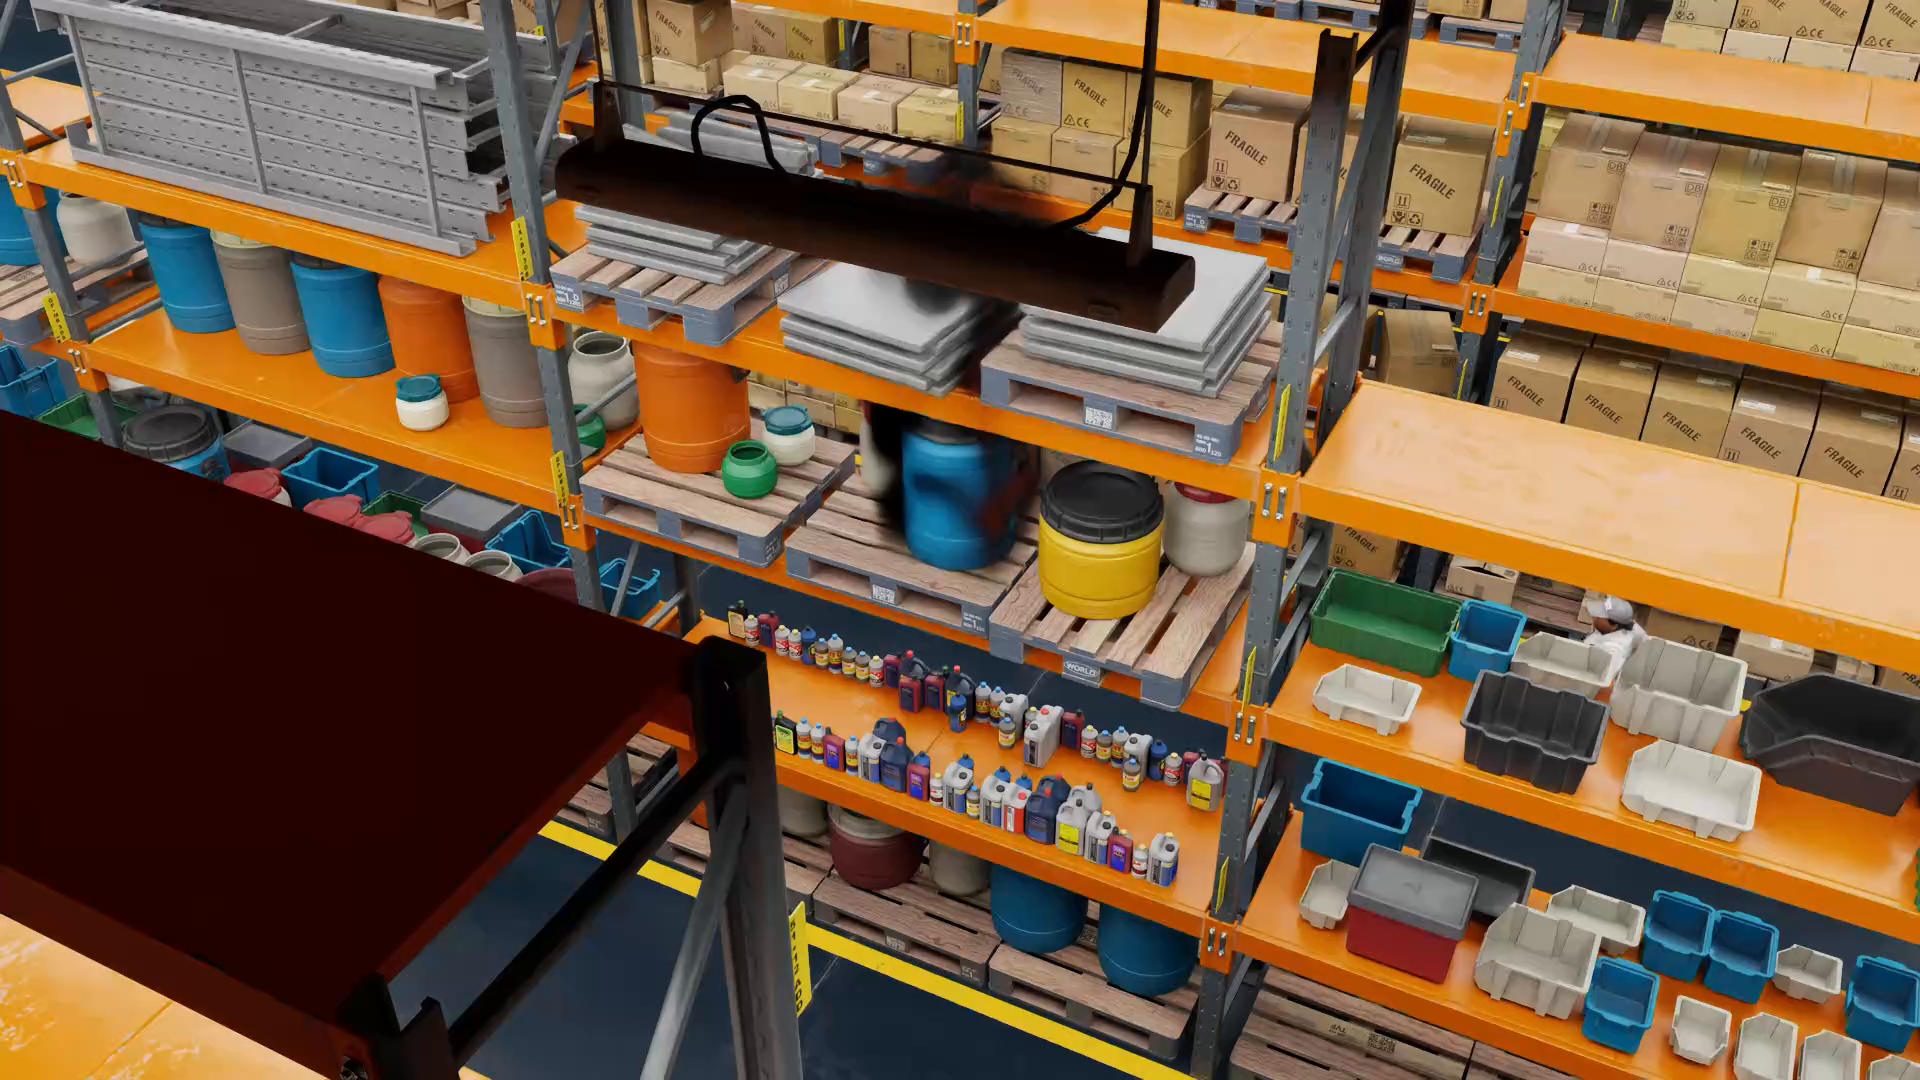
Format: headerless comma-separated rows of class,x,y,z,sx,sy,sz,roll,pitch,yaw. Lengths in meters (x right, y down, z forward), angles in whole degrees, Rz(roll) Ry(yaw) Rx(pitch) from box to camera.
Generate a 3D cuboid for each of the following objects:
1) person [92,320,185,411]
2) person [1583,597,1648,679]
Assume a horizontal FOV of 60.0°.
person,-7.069,-1.377,14.362,0.769,1.771,0.473,-13,37,-18
person,4.224,1.049,10.918,0.799,1.620,0.520,10,36,14
